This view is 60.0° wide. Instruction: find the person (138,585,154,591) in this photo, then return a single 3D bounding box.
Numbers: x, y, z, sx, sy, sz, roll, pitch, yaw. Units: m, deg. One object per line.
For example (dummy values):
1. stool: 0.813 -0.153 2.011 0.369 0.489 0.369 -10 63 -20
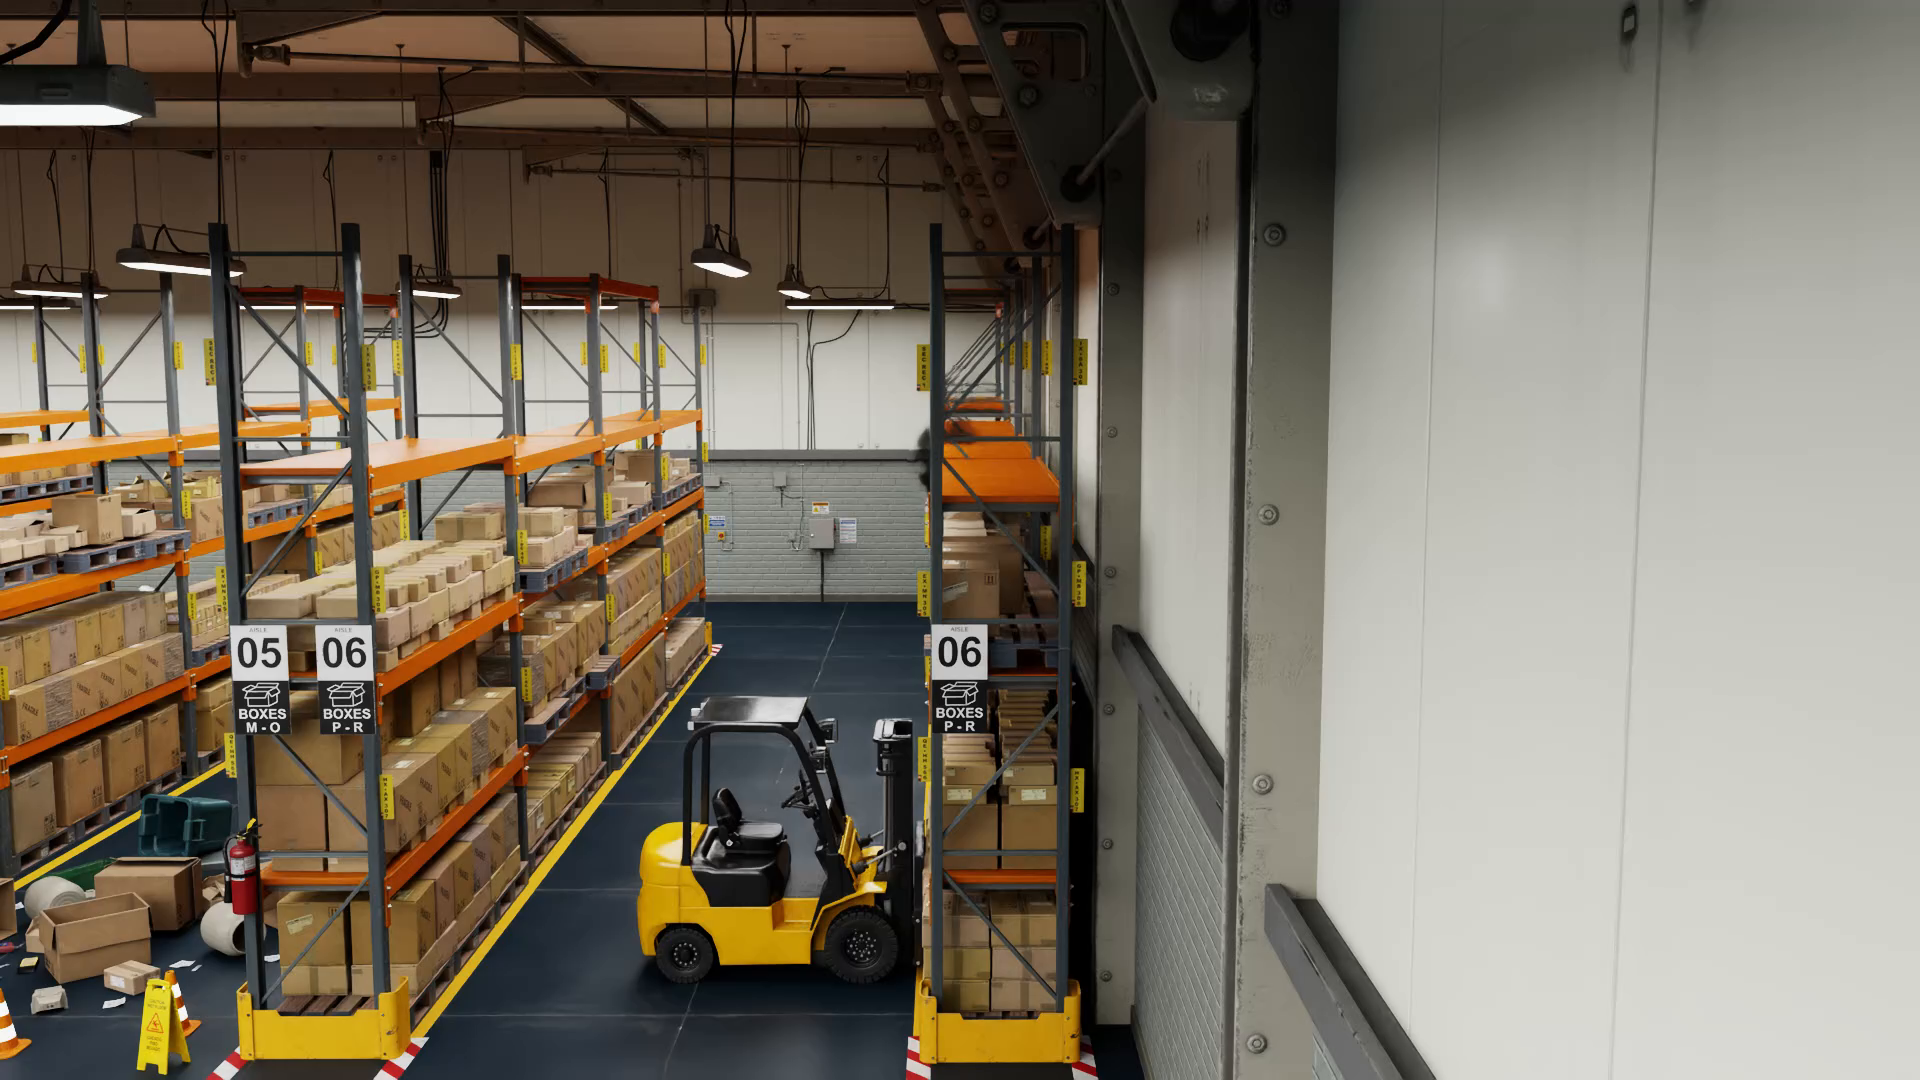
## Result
1. person: -11.527 1.532 23.590 0.662 1.774 0.962 1 7 6
